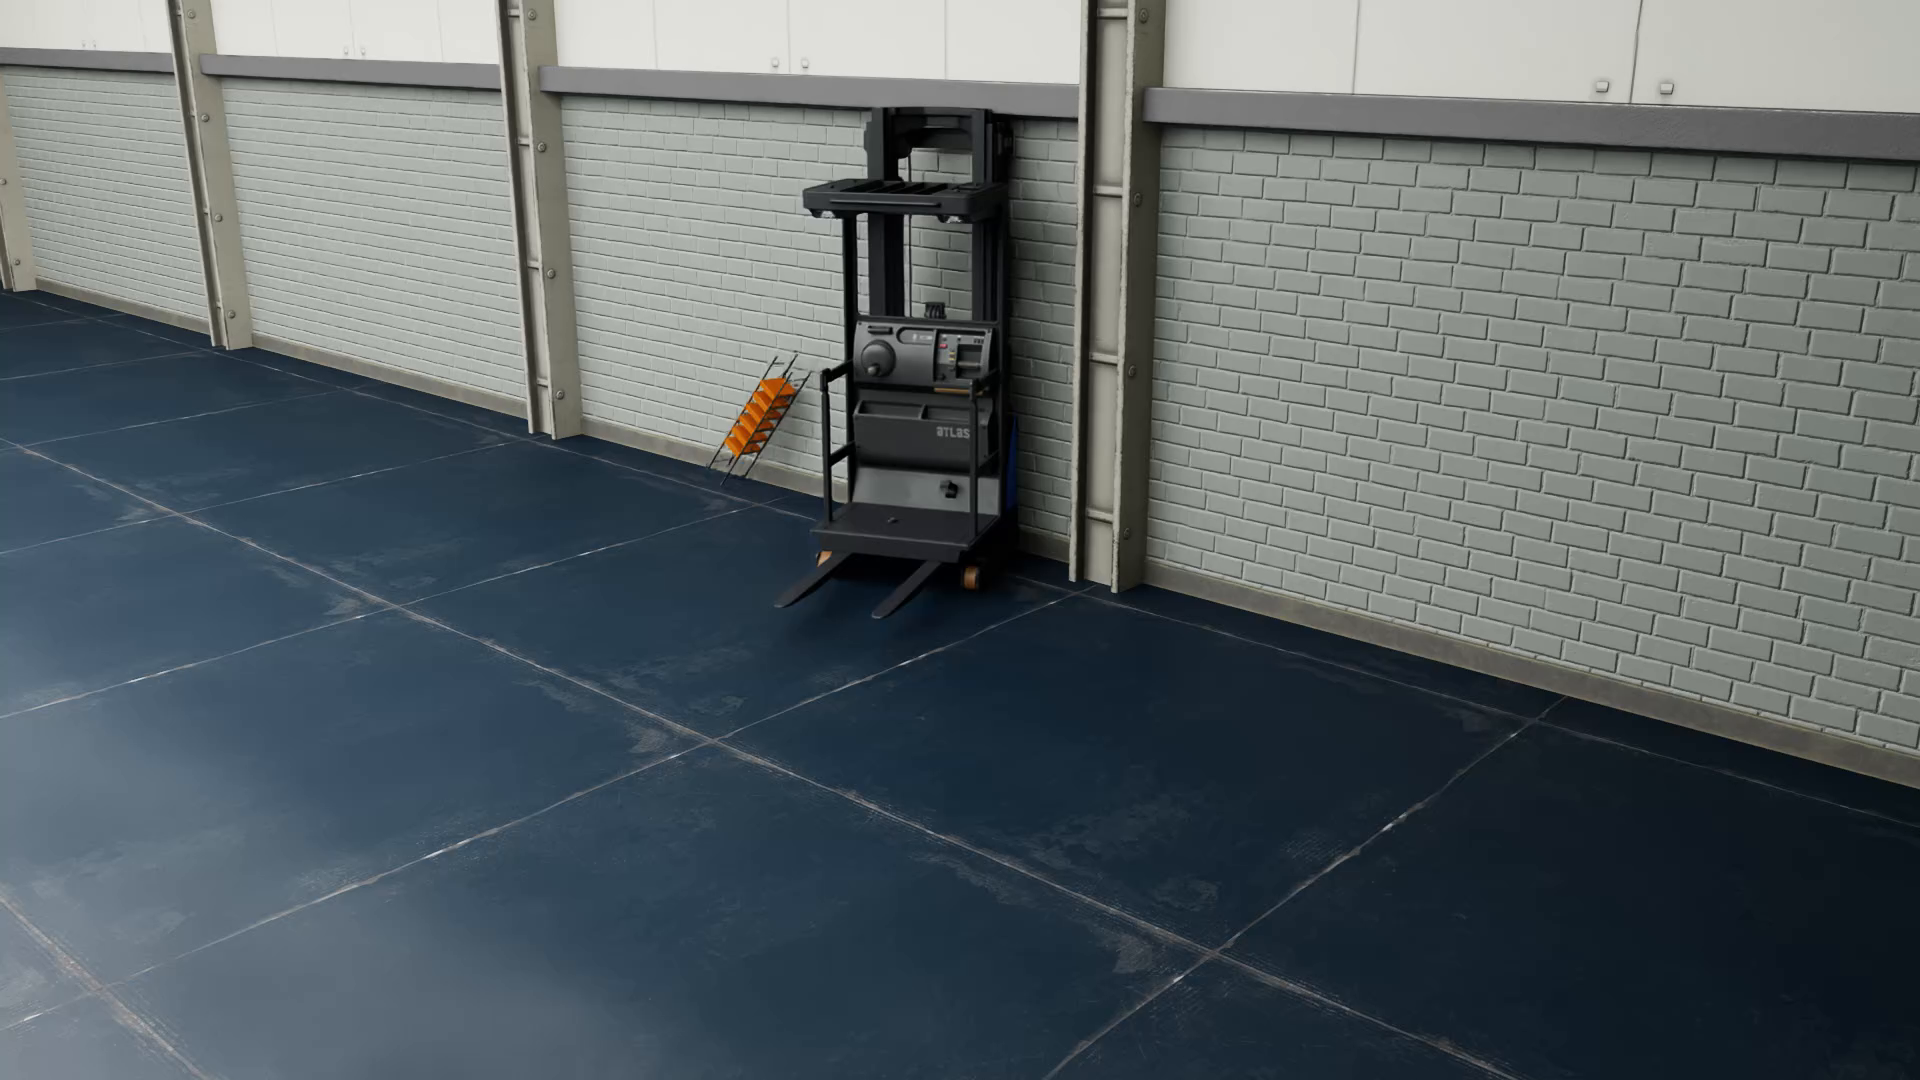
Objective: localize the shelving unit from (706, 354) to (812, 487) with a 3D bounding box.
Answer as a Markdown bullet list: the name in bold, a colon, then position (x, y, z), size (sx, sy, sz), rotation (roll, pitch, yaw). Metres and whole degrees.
- **shelving unit**: position (-1.530, -0.903, 12.626), size (0.258, 1.200, 0.189), rotation (-14, 58, -51)

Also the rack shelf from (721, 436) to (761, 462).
- **rack shelf**: position (-1.675, -0.711, 12.778), size (0.258, 0.103, 0.180), rotation (-14, 58, -51)

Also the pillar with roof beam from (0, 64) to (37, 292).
- **pillar with roof beam**: position (-15.368, -6.665, 17.737), size (0.400, 9.000, 9.100), rotation (15, 23, 39)

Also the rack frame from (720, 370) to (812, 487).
- **rack frame**: position (-1.475, -0.837, 12.595), size (0.240, 1.200, 0.006), rotation (-14, 58, -51)

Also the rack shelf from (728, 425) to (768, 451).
- **rack shelf**: position (-1.614, -0.792, 12.714), size (0.258, 0.103, 0.180), rotation (-14, 58, -51)

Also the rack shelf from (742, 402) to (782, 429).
- **rack shelf**: position (-1.492, -0.954, 12.586), size (0.258, 0.103, 0.180), rotation (-14, 58, -51)

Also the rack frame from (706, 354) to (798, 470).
- **rack frame**: position (-1.586, -0.969, 12.657), size (0.240, 1.200, 0.006), rotation (-14, 58, -51)

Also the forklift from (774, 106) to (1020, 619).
- **forklift**: position (-0.305, -1.206, 10.568), size (1.130, 2.935, 3.031), rotation (5, 18, 17)

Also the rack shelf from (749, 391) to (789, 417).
- **rack shelf**: position (-1.431, -1.035, 12.521), size (0.258, 0.103, 0.180), rotation (-14, 58, -51)

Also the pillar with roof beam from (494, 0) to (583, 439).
- **pillar with roof beam**: position (-6.392, -4.256, 10.145), size (0.400, 9.000, 9.100), rotation (15, 23, 39)

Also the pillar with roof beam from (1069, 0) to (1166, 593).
- **pillar with roof beam**: position (-1.905, -3.051, 6.349), size (0.400, 9.000, 9.100), rotation (15, 23, 39)

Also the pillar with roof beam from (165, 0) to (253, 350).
- **pillar with roof beam**: position (-10.880, -5.460, 13.941), size (0.400, 9.000, 9.100), rotation (15, 23, 39)

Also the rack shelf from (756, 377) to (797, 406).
- **rack shelf**: position (-1.370, -1.115, 12.457), size (0.258, 0.103, 0.180), rotation (-14, 58, -51)

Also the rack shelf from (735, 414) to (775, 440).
- **rack shelf**: position (-1.553, -0.873, 12.650), size (0.258, 0.103, 0.180), rotation (-14, 58, -51)
